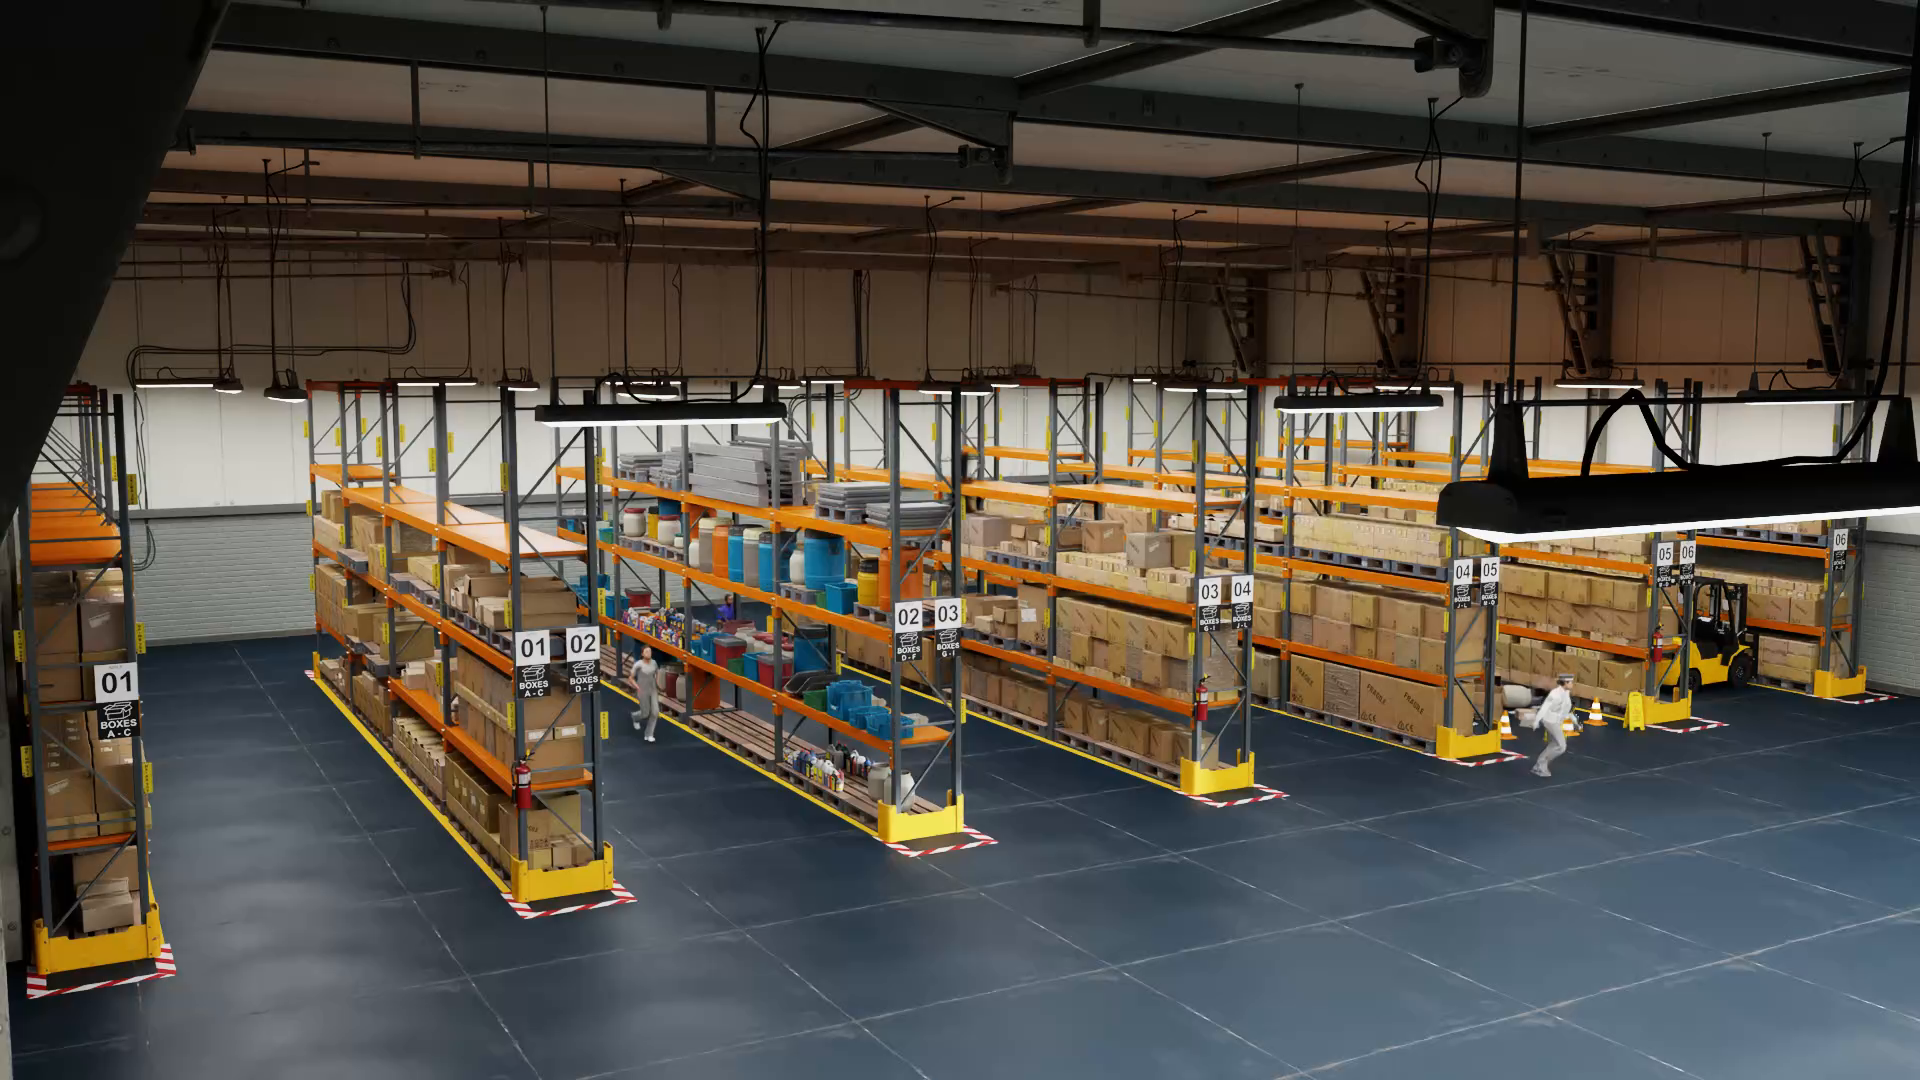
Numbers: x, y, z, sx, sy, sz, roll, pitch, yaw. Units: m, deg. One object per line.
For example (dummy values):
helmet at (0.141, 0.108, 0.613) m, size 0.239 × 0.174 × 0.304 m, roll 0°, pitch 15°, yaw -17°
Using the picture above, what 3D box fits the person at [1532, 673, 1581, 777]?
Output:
person at (9.126, 2.826, 25.441) m, size 0.634 × 1.621 × 0.592 m, roll 4°, pitch 7°, yaw 34°

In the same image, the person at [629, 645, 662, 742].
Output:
person at (-5.301, 2.557, 27.993) m, size 0.573 × 1.620 × 0.694 m, roll -5°, pitch 8°, yaw -37°

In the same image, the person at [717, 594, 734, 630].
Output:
person at (-4.824, 1.901, 34.202) m, size 0.588 × 1.619 × 0.953 m, roll -5°, pitch 8°, yaw -42°
